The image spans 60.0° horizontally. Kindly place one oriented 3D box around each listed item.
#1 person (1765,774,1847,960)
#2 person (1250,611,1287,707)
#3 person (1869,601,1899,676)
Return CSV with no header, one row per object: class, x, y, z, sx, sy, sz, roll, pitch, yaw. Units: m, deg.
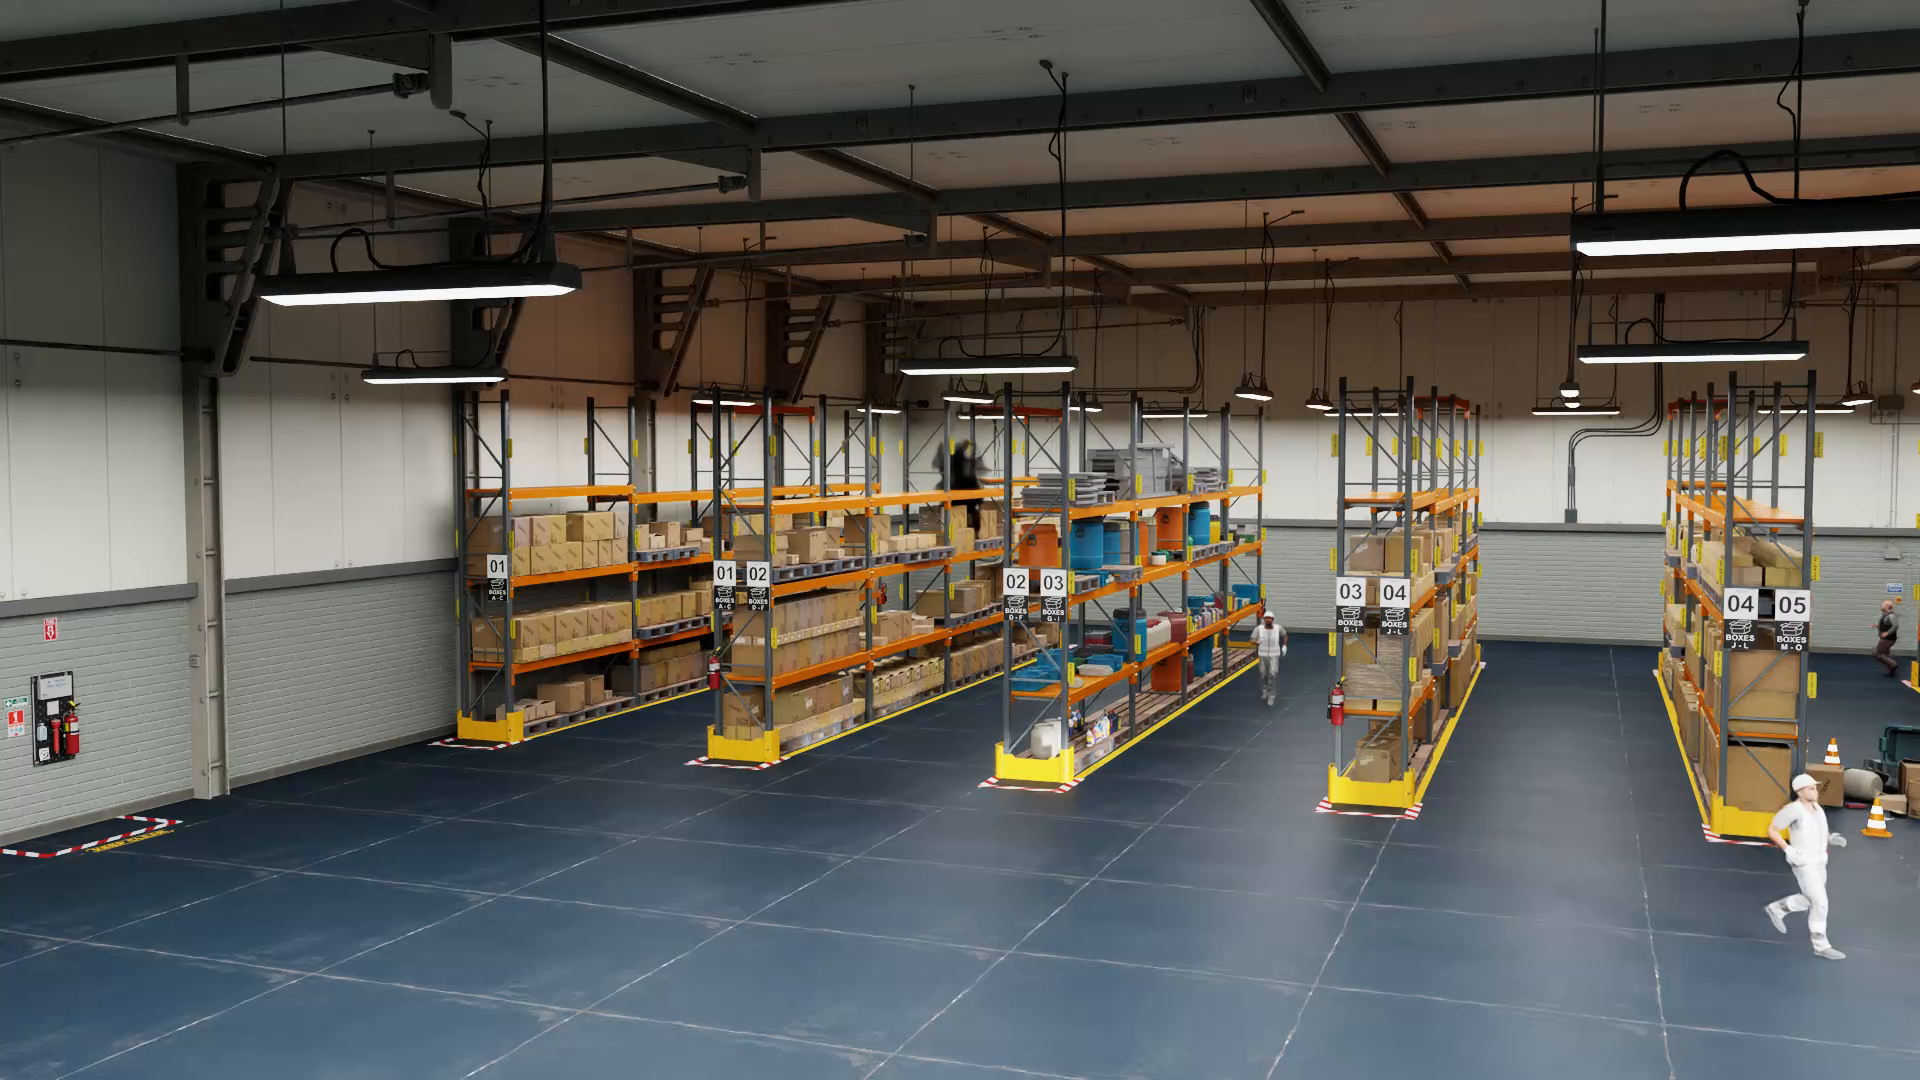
person,8.388,3.206,16.515,0.670,1.765,0.914,-2,4,-30
person,6.032,2.293,32.557,0.704,1.812,0.906,1,3,14
person,20.230,2.161,36.402,0.594,1.668,0.675,2,4,28
